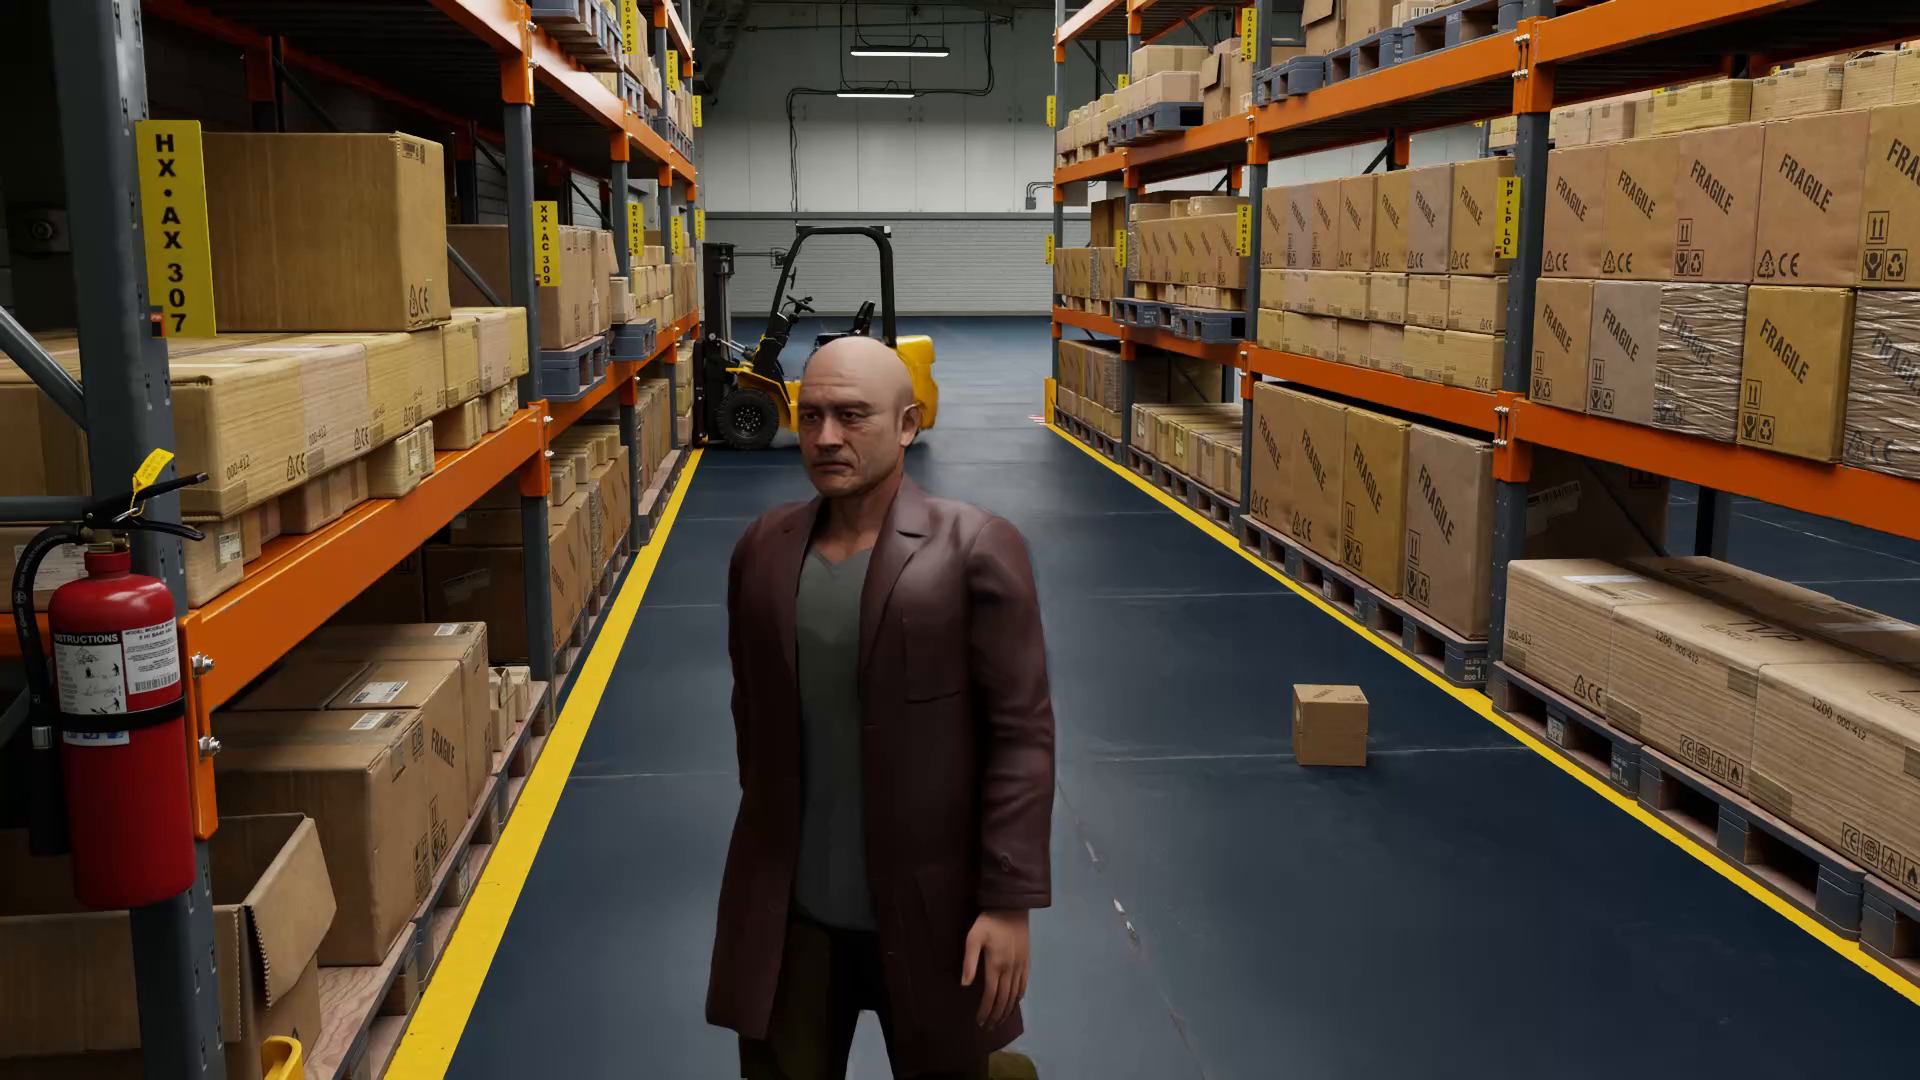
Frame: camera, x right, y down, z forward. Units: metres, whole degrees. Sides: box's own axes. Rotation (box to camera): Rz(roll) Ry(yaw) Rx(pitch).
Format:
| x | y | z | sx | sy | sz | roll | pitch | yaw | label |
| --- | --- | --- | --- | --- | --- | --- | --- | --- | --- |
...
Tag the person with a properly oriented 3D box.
| x | y | z | sx | sy | sz | roll | pitch | yaw | label |
| --- | --- | --- | --- | --- | --- | --- | --- | --- | --- |
| -0.104 | 0.544 | 2.740 | 0.589 | 1.753 | 0.900 | 3 | 10 | 17 | person |
